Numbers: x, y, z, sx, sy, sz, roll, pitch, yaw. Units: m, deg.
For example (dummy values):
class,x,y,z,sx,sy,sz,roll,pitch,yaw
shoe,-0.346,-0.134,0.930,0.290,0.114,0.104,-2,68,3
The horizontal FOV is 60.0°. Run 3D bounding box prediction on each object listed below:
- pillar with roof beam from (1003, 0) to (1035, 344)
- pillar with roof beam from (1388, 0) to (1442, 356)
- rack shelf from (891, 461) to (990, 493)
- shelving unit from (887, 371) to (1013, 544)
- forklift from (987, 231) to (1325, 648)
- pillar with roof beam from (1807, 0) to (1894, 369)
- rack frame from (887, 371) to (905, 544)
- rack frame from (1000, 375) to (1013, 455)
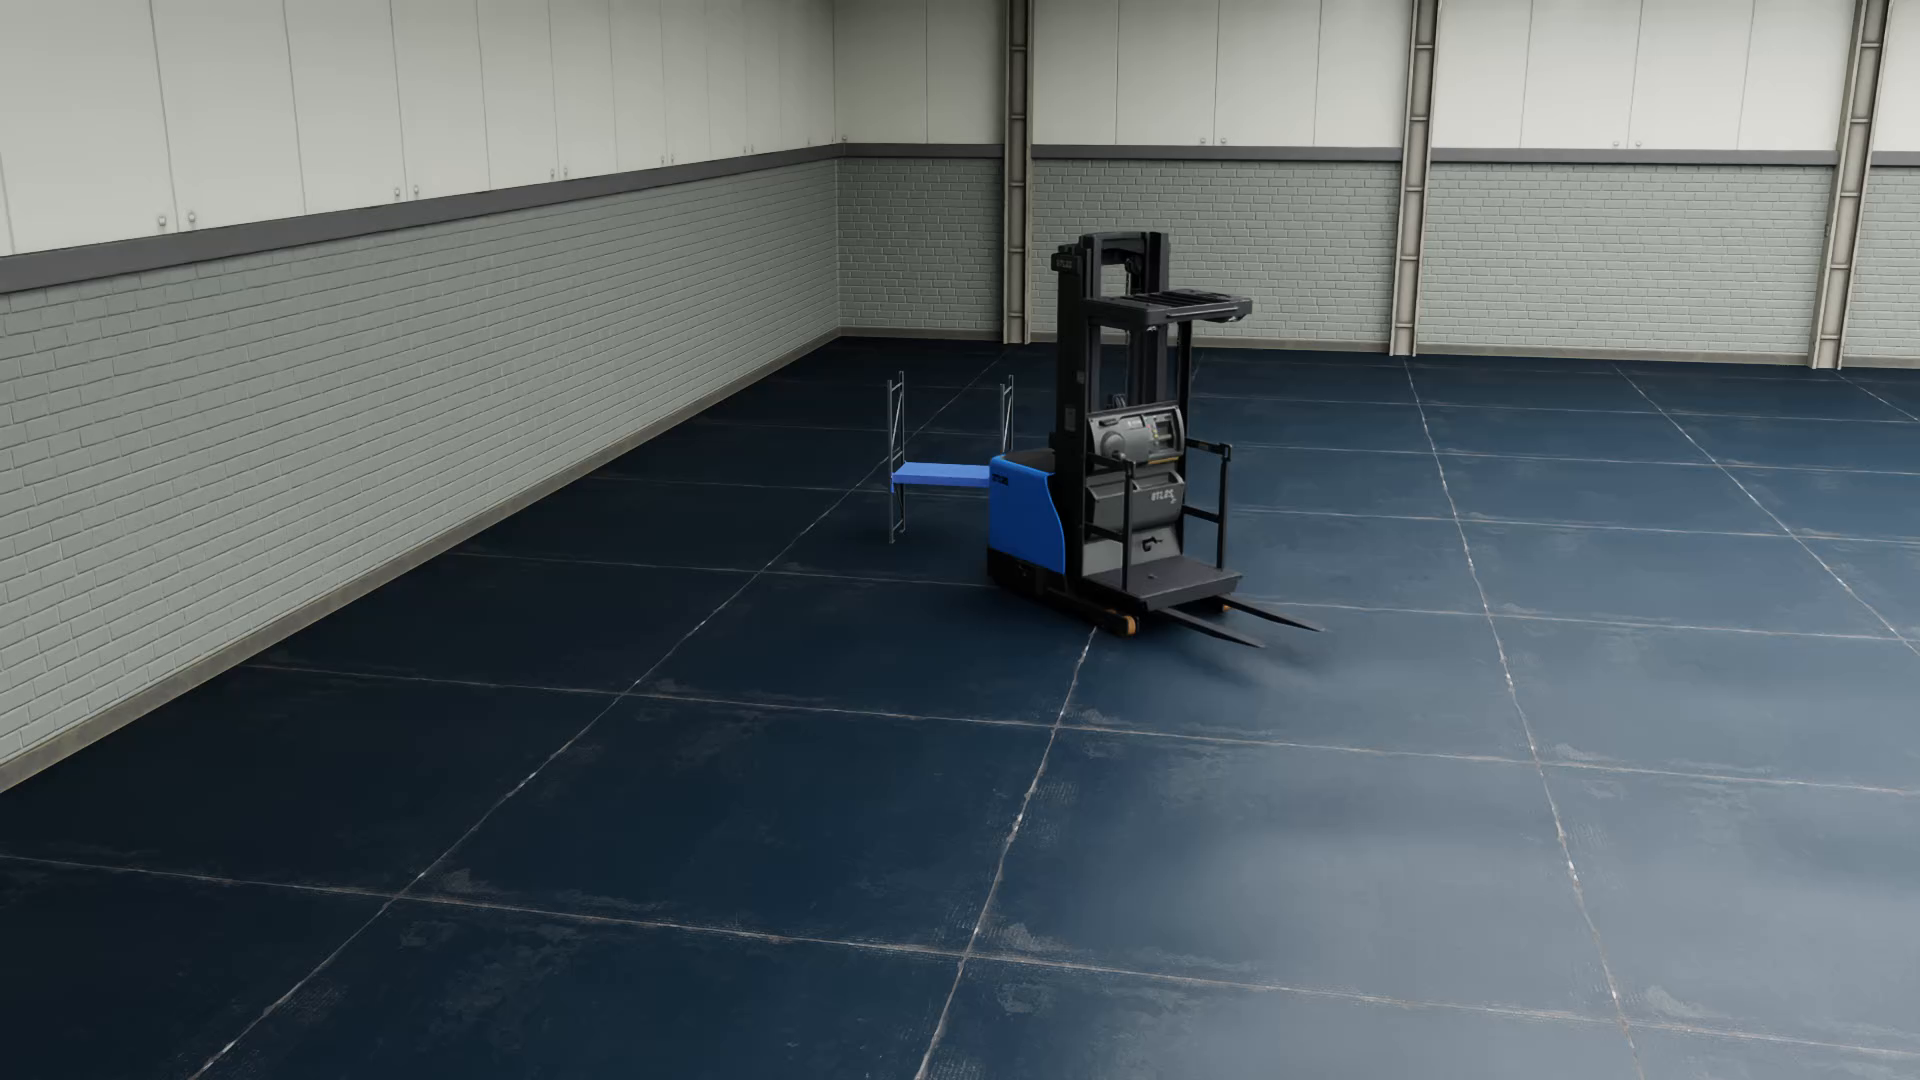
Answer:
class,x,y,z,sx,sy,sz,roll,pitch,yaw
pillar with roof beam,0.056,-6.384,21.441,0.400,9.000,9.100,3,16,11
pillar with roof beam,5.936,-6.065,20.289,0.400,9.000,9.100,3,16,11
rack shelf,-0.084,-0.554,15.114,1.000,0.185,0.538,3,16,11
shelving unit,-0.084,-0.727,15.066,1.048,1.500,0.538,3,16,11
forklift,1.497,-0.824,12.735,1.130,2.935,3.031,-11,19,-34
pillar with roof beam,11.816,-5.746,19.137,0.400,9.000,9.100,3,16,11
rack frame,-0.582,-0.754,15.164,0.032,1.500,0.500,3,16,11
rack frame,0.415,-0.700,14.969,0.032,1.500,0.500,3,16,11
